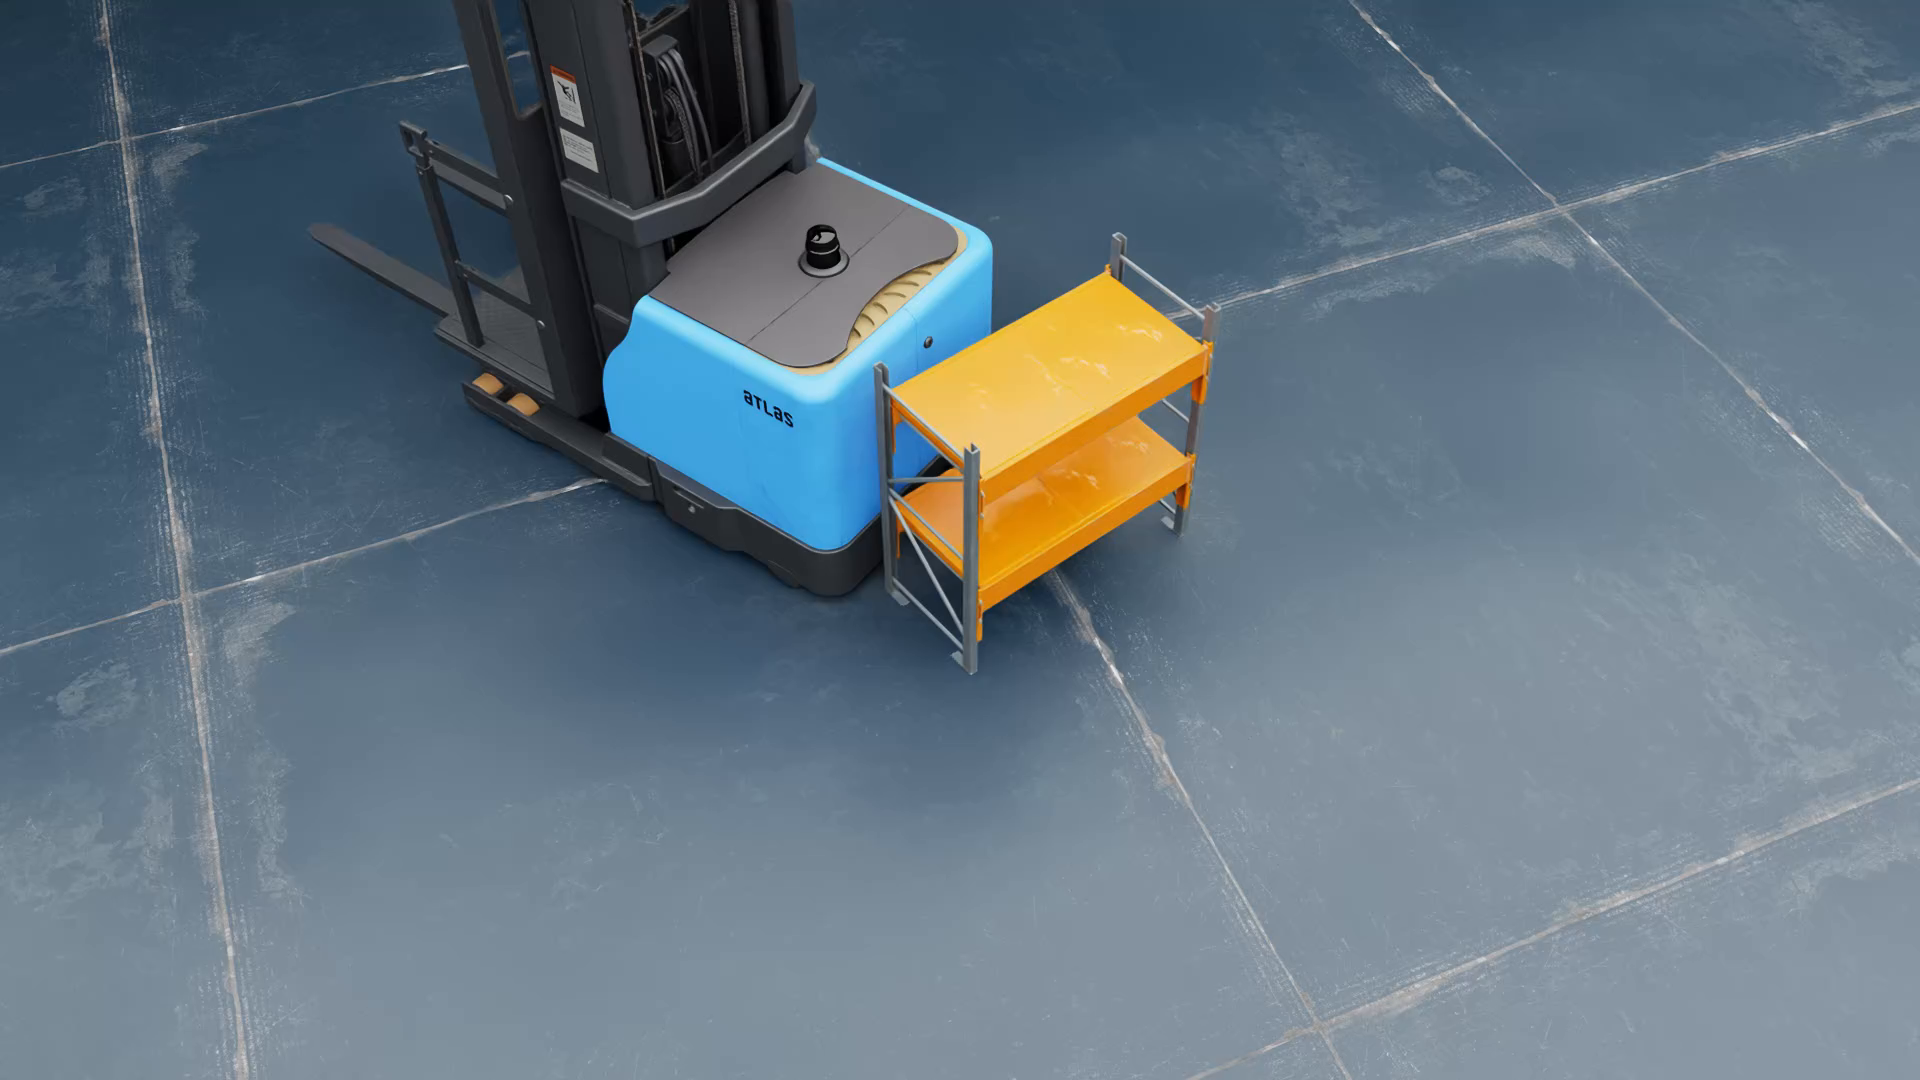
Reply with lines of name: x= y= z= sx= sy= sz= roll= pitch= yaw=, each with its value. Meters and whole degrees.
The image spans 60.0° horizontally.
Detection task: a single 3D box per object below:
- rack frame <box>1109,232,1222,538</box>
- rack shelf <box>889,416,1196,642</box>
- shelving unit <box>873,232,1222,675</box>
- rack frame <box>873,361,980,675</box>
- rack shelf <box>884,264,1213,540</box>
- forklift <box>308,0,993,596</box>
rack frame: x=0.685 y=-0.529 z=5.963 sx=0.032 sy=1.125 sz=0.500 roll=-31 pitch=56 yaw=-24
rack shelf: x=0.289 y=-0.128 z=5.941 sx=1.000 sy=0.278 sz=0.538 roll=-31 pitch=56 yaw=-24
shelving unit: x=0.289 y=-0.287 z=5.755 sx=1.048 sy=1.125 sz=0.538 roll=-31 pitch=56 yaw=-24
rack frame: x=-0.107 y=-0.046 z=5.548 sx=0.032 sy=1.125 sz=0.500 roll=-31 pitch=56 yaw=-24
rack shelf: x=0.289 y=-0.478 z=5.533 sx=1.000 sy=0.278 sz=0.538 roll=-31 pitch=56 yaw=-24
forklift: x=-1.364 y=-1.667 z=5.750 sx=3.031 sy=2.935 sz=1.130 roll=29 pitch=55 yaw=22
